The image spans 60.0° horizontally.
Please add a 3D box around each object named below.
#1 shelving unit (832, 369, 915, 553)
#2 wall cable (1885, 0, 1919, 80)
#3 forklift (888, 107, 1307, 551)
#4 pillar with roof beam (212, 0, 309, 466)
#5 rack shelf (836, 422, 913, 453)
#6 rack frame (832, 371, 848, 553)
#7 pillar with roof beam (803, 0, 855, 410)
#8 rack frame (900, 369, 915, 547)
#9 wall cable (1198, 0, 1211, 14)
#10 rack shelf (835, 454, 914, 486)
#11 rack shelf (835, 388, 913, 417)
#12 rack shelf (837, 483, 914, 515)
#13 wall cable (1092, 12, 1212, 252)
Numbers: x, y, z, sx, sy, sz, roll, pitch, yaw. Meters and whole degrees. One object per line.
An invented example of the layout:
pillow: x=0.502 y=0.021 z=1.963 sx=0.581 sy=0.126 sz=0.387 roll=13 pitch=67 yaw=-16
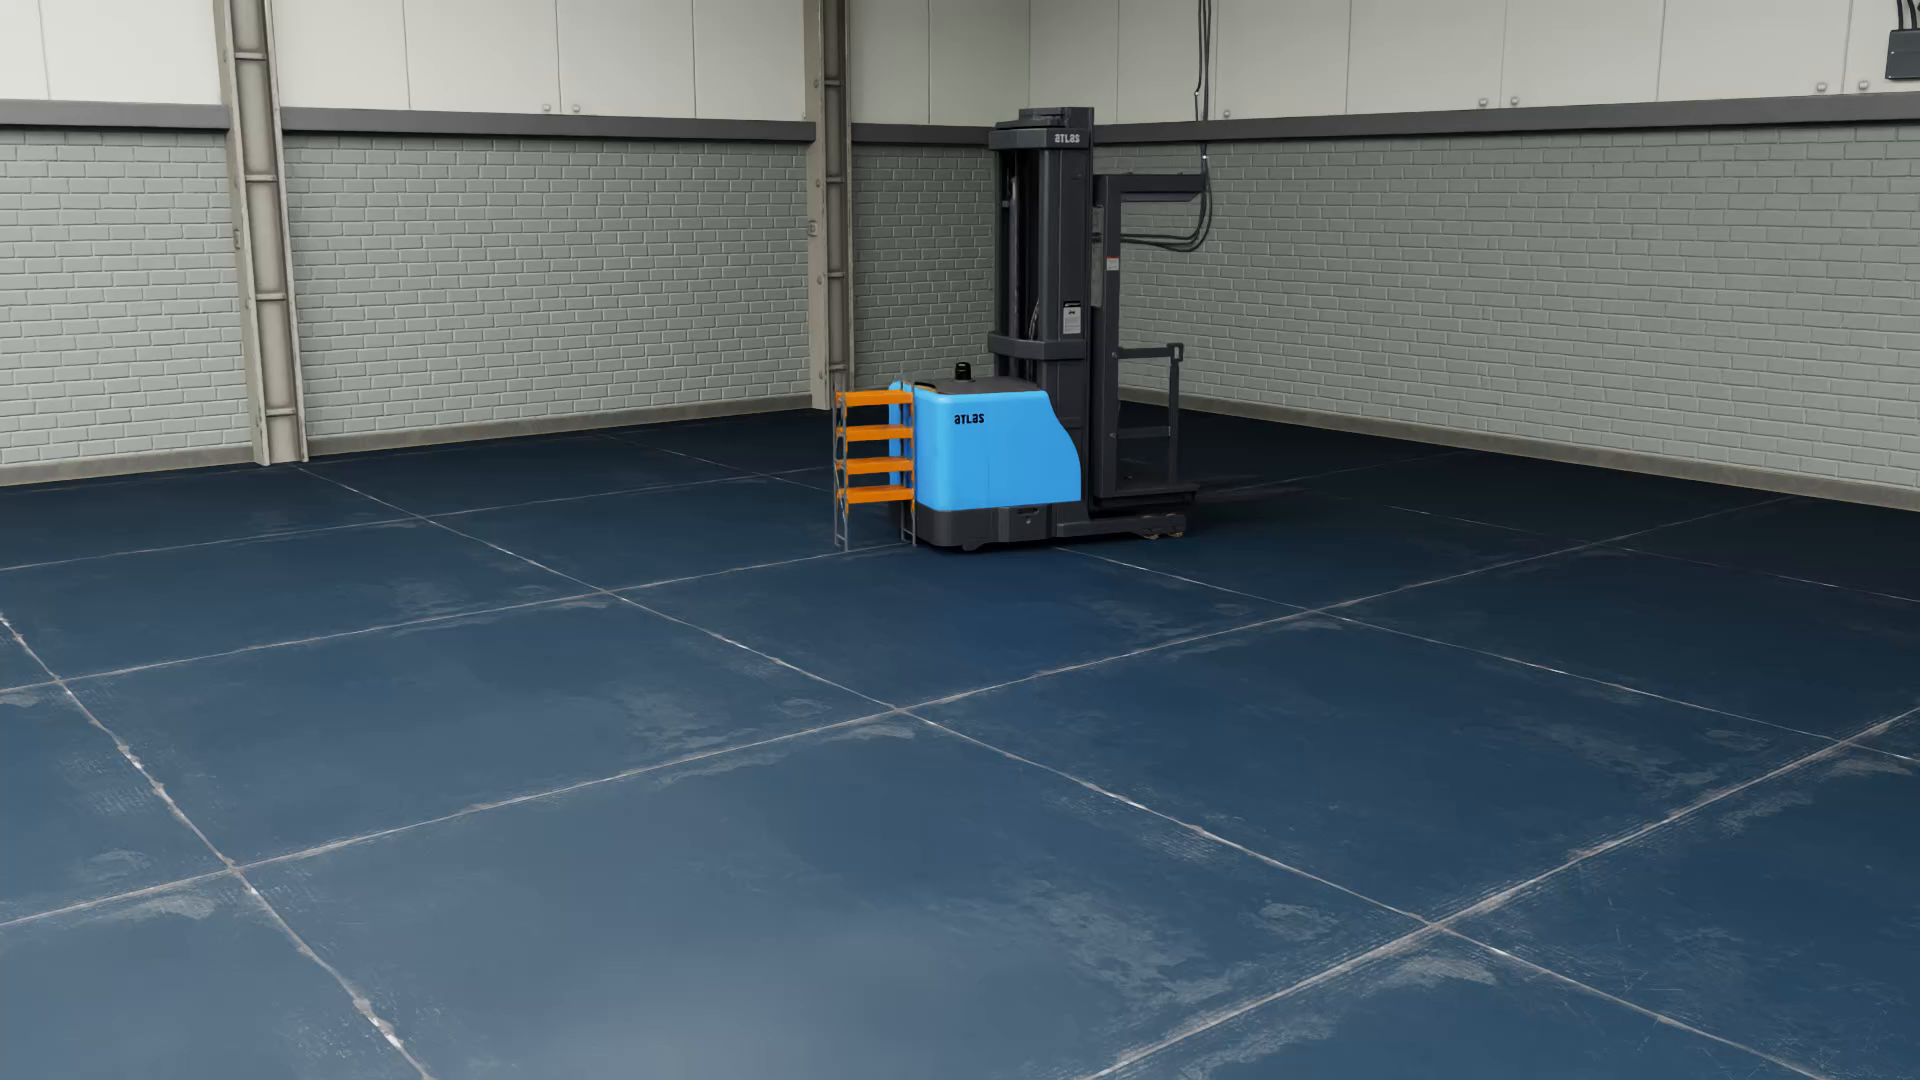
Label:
shelving unit: x=-0.584 y=-0.543 z=11.299 sx=0.503 sy=1.200 sz=0.258 roll=-5 pitch=13 yaw=-22
wall cable: x=7.621 y=-6.179 z=10.877 sx=0.169 sy=6.003 sz=2.305 roll=-9 pitch=15 yaw=-38
forklift: x=1.051 y=-1.534 z=11.795 sx=3.031 sy=2.935 sz=1.130 roll=-5 pitch=13 yaw=-22
pillar with roof beam: x=-3.420 y=-4.413 z=10.746 sx=0.400 sy=9.000 sz=9.100 roll=-9 pitch=15 yaw=-38
rack shelf: x=-0.584 y=-0.696 z=11.266 sx=0.480 sy=0.148 sz=0.258 roll=-5 pitch=13 yaw=-22
rack frame: x=-0.810 y=-0.524 z=11.209 sx=0.015 sy=1.200 sz=0.240 roll=-5 pitch=13 yaw=-22
pillar with roof beam: x=1.265 y=-5.191 z=14.413 sx=0.400 sy=9.000 sz=9.100 roll=-9 pitch=15 yaw=-38
rack frame: x=-0.358 y=-0.562 z=11.389 sx=0.015 sy=1.200 sz=0.240 roll=-5 pitch=13 yaw=-22
wall cable: x=3.392 y=-6.570 z=16.223 sx=0.112 sy=2.526 sz=3.097 roll=-9 pitch=15 yaw=-38
rack shelf: x=-0.584 y=-0.478 z=11.313 sx=0.480 sy=0.148 sz=0.258 roll=-5 pitch=13 yaw=-22
rack shelf: x=-0.584 y=-0.928 z=11.217 sx=0.480 sy=0.148 sz=0.258 roll=-5 pitch=13 yaw=-22
rack shelf: x=-0.584 y=-0.283 z=11.354 sx=0.480 sy=0.148 sz=0.258 roll=-5 pitch=13 yaw=-22
wall cable: x=1.702 y=-4.539 z=18.814 sx=0.112 sy=2.526 sz=3.097 roll=-9 pitch=15 yaw=-38
